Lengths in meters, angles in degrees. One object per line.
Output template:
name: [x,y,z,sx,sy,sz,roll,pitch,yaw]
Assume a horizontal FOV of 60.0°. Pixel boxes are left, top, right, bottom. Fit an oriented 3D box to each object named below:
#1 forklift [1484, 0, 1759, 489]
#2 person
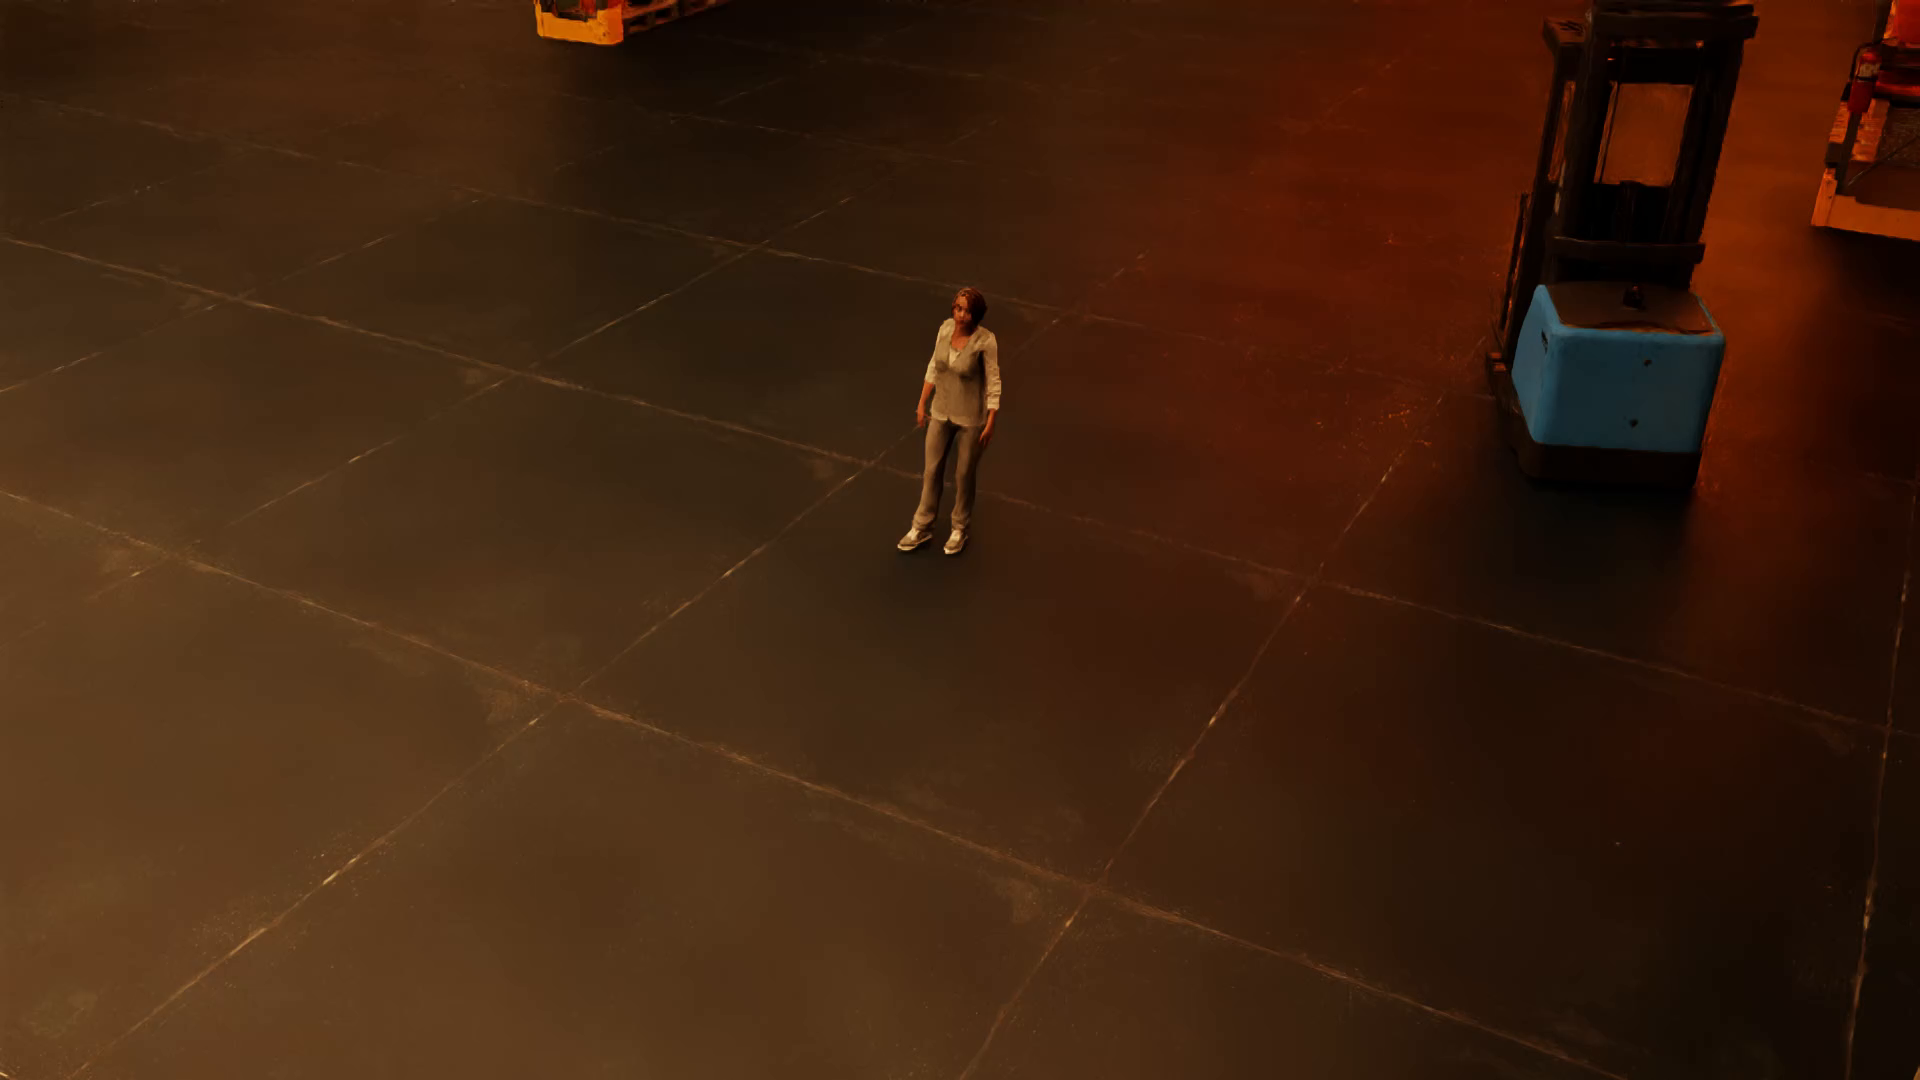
forklift: [4.333,-2.309,11.072,1.130,2.935,3.031,4,30,8]
person: [-0.048,-0.669,9.550,0.521,1.597,0.474,15,33,25]
